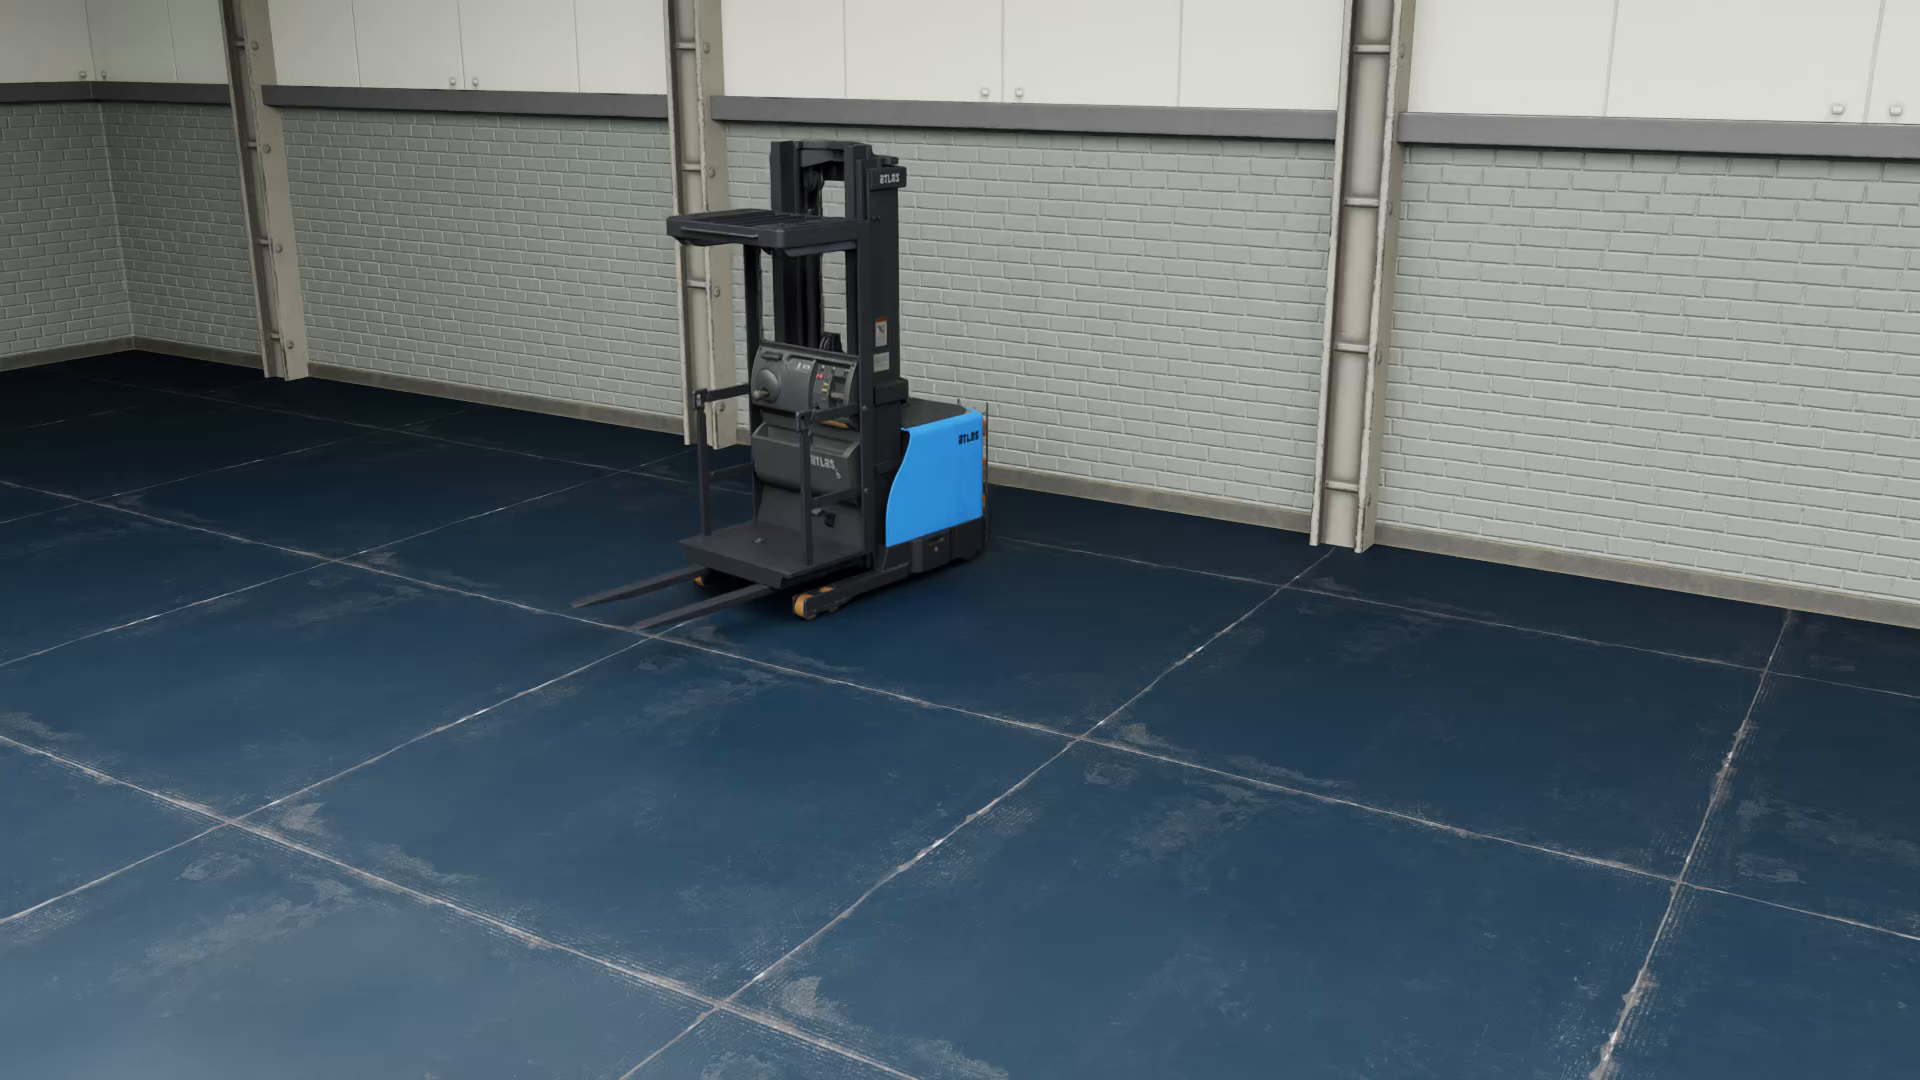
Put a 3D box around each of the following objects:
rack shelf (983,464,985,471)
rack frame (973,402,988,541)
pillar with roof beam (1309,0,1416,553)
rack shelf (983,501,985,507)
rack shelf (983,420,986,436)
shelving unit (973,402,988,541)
[{"bbox_3d":[0.046,-0.532,12.190,0.221,0.050,0.166,10,20,30],"label":"rack shelf"},{"bbox_3d":[0.150,-0.476,12.141,0.008,1.050,0.200,10,20,30],"label":"rack frame"},{"bbox_3d":[0.574,-3.214,7.479,0.400,9.000,9.100,10,20,30],"label":"pillar with roof beam"},{"bbox_3d":[0.046,-0.266,12.271,0.221,0.050,0.166,10,20,30],"label":"rack shelf"},{"bbox_3d":[0.046,-0.756,12.122,0.240,0.259,0.215,10,20,30],"label":"rack shelf"},{"bbox_3d":[0.047,-0.494,12.201,0.249,1.050,0.215,10,20,30],"label":"shelving unit"}]
